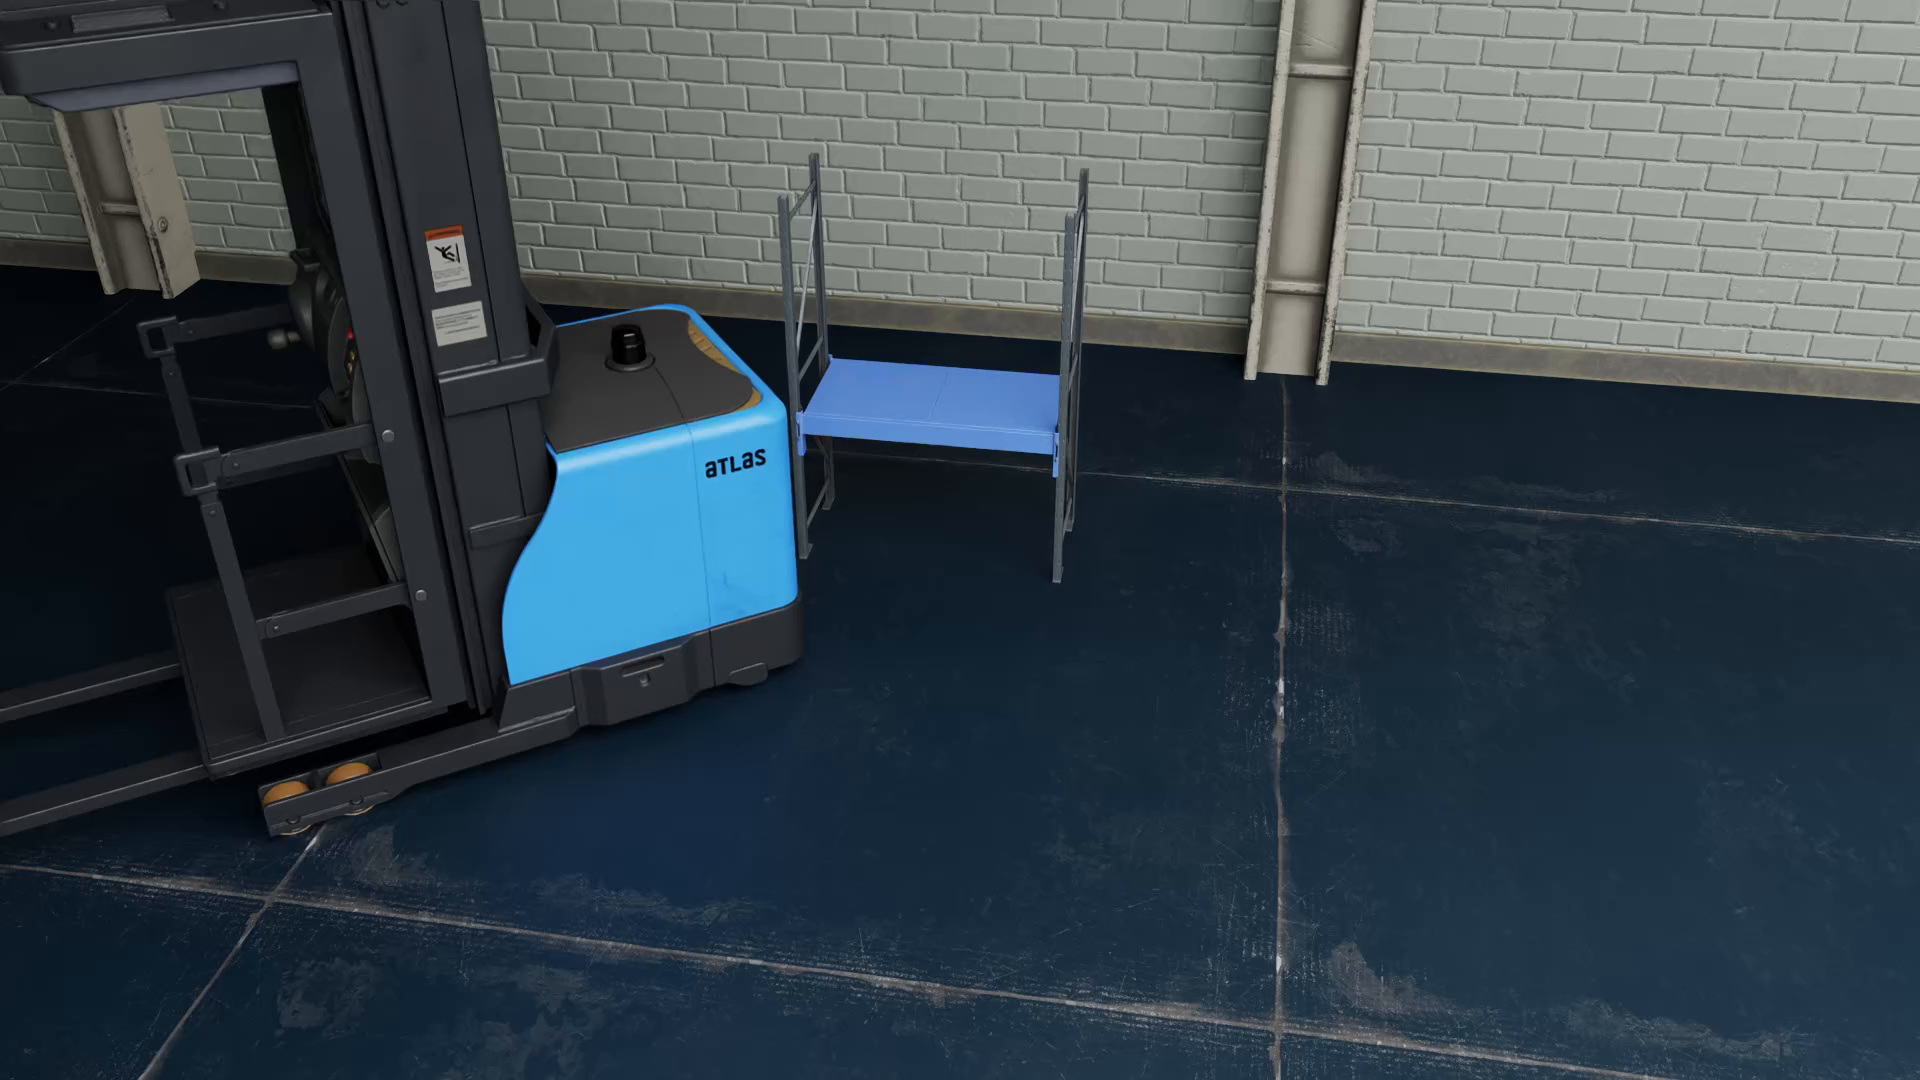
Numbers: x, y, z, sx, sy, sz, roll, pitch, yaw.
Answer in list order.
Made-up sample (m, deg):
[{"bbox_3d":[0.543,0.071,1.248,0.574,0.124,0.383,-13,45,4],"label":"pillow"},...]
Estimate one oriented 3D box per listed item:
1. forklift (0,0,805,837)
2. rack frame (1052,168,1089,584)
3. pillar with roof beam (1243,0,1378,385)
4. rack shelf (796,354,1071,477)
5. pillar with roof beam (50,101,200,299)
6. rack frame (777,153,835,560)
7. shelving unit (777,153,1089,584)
[{"bbox_3d":[-2.102,-0.631,4.996,3.031,2.935,1.130,-16,35,-24],"label":"forklift"},{"bbox_3d":[0.417,-0.598,6.292,0.032,1.500,0.500,5,32,8],"label":"rack frame"},{"bbox_3d":[0.858,-2.399,2.101,0.400,9.000,9.100,5,32,8],"label":"pillar with roof beam"},{"bbox_3d":[-0.084,-0.491,6.460,1.000,0.185,0.538,5,32,8],"label":"rack shelf"},{"bbox_3d":[-5.056,-2.935,2.957,0.400,9.000,9.100,5,32,8],"label":"pillar with roof beam"},{"bbox_3d":[-0.585,-0.689,6.437,0.032,1.500,0.500,5,32,8],"label":"rack frame"},{"bbox_3d":[-0.084,-0.643,6.364,1.048,1.500,0.538,5,32,8],"label":"shelving unit"}]
